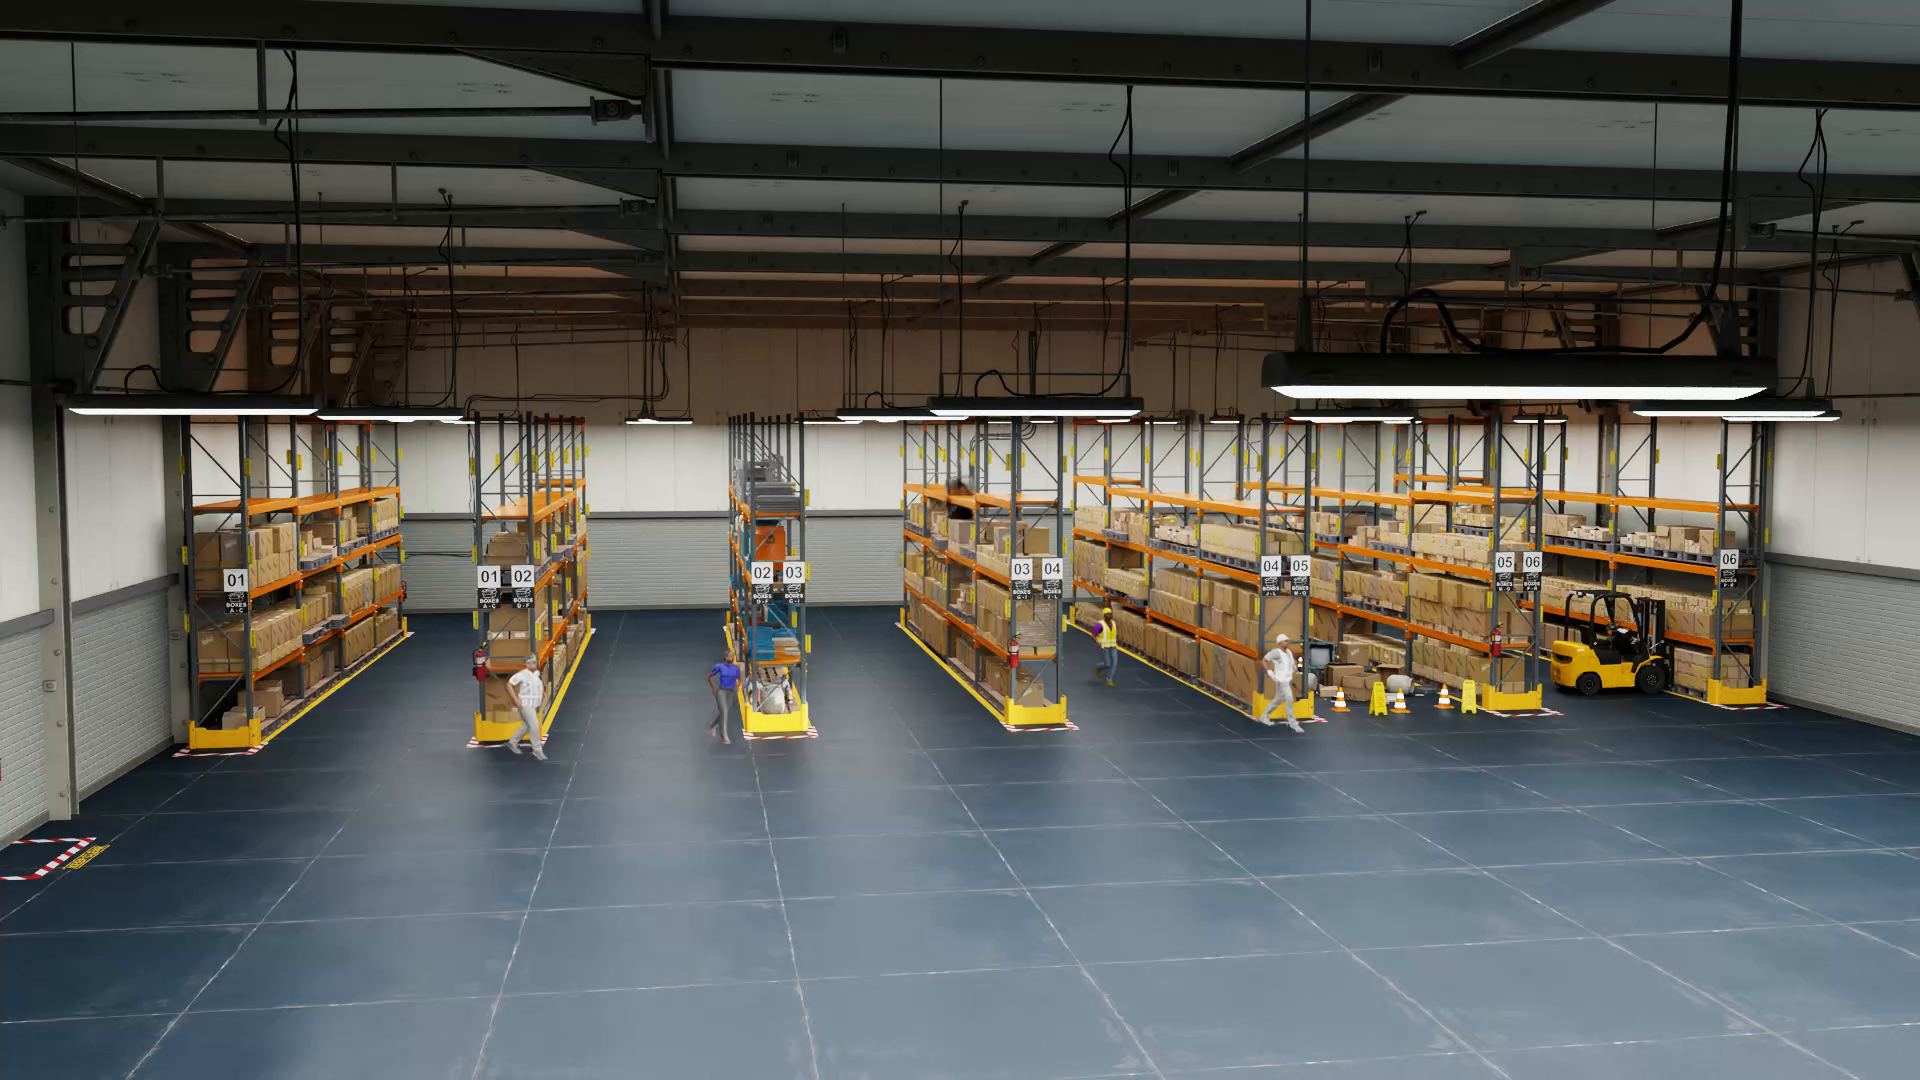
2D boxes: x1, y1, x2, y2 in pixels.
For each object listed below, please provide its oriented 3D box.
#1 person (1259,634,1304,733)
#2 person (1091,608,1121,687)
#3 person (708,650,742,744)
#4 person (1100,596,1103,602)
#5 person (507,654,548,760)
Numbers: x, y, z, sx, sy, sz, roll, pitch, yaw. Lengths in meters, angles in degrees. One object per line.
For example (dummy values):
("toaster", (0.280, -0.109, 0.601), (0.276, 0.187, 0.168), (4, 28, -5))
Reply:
("person", (6.110, 2.685, 31.413), (0.919, 1.811, 0.760), (2, 5, 30))
("person", (3.255, 2.362, 36.838), (0.701, 1.726, 0.661), (-2, 4, -26))
("person", (-4.275, 2.842, 30.415), (0.595, 1.658, 0.792), (-3, 5, -39))
("person", (4.421, 1.492, 49.746), (0.567, 1.705, 0.718), (3, 5, 36))
("person", (-7.476, 2.885, 28.827), (0.894, 1.824, 0.661), (1, 4, 16))
